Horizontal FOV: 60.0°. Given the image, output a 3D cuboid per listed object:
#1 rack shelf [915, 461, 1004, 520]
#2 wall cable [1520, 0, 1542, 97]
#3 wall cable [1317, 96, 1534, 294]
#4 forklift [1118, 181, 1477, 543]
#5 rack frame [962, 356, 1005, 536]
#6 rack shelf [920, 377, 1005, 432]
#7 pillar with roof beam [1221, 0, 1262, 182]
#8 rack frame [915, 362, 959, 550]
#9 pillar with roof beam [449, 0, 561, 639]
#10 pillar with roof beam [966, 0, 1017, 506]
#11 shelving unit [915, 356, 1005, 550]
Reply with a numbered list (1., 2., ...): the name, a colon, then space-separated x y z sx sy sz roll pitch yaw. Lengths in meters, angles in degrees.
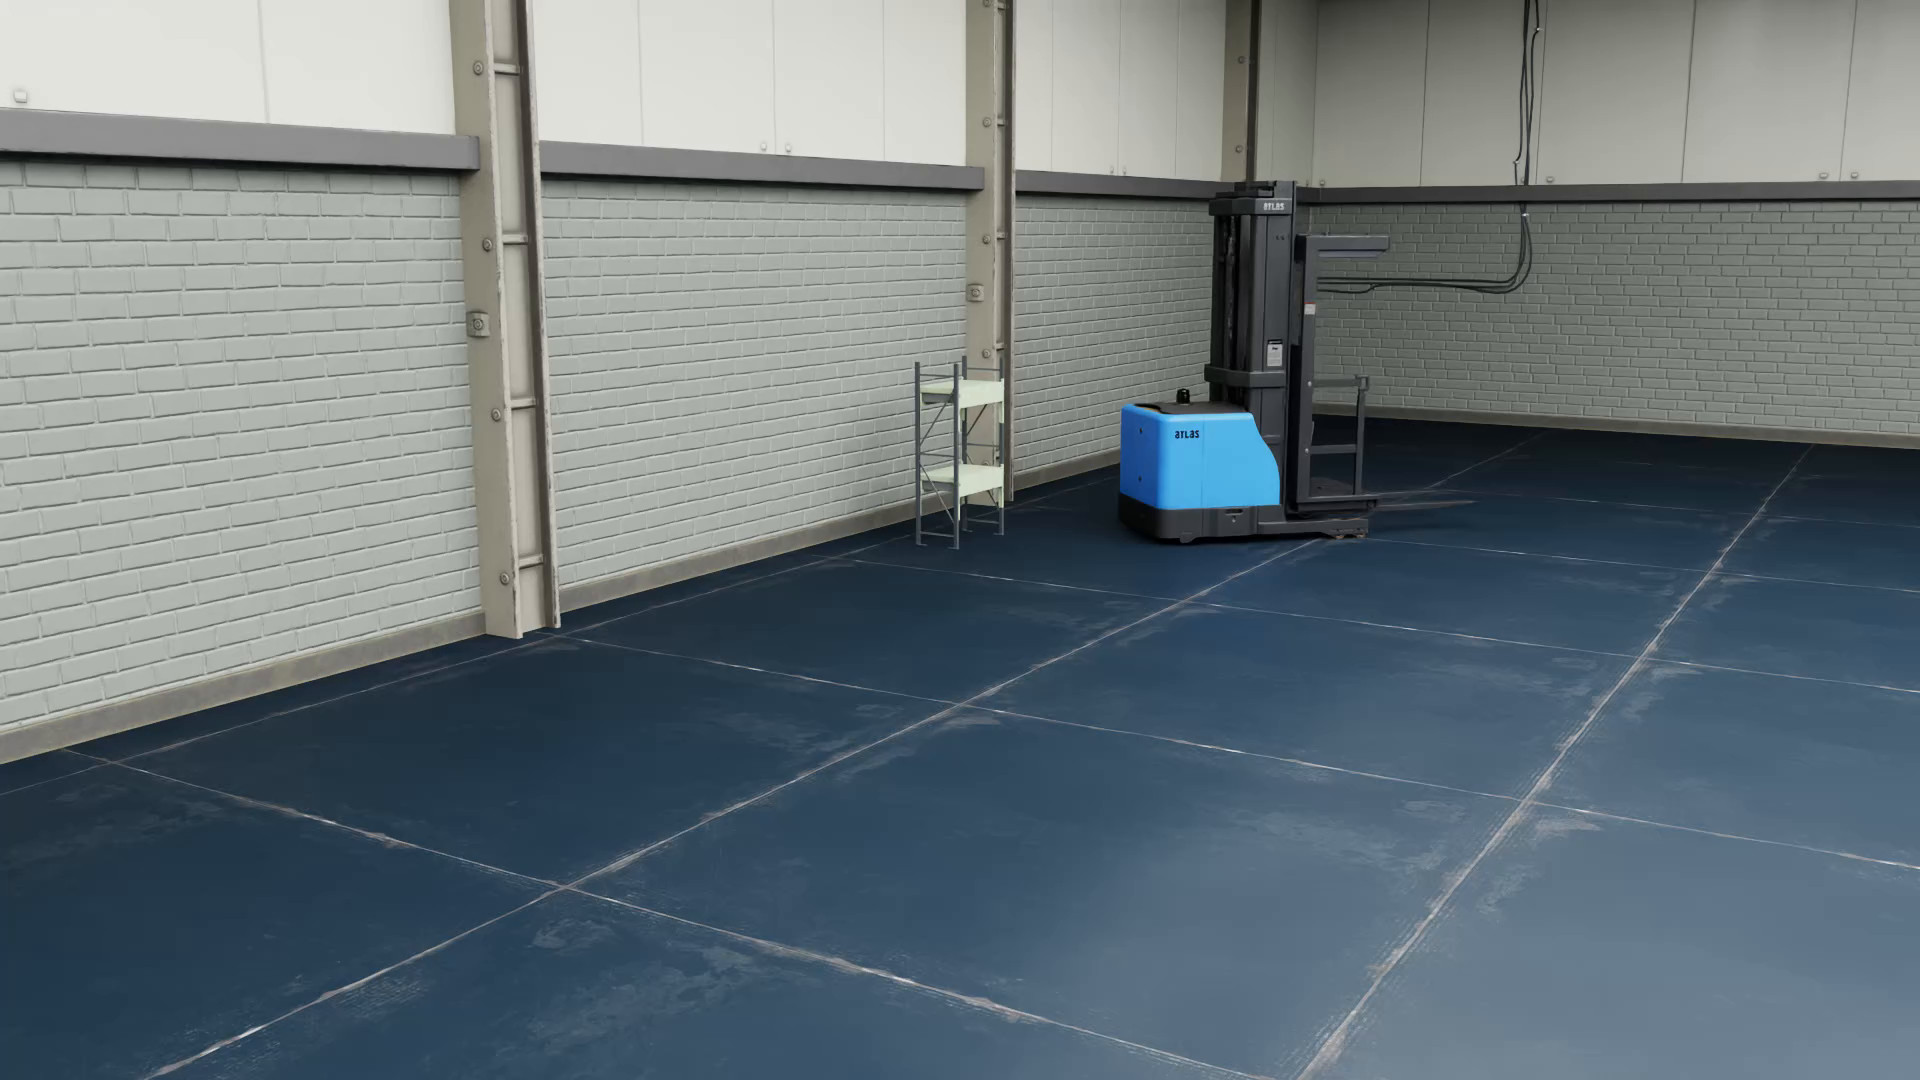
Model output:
1. rack shelf: 0.003 -0.418 13.796 0.431 0.370 0.720 6 12 31
2. wall cable: 8.367 -6.765 20.261 3.097 2.526 0.112 6 12 31
3. wall cable: 6.055 -4.541 22.106 3.097 2.526 0.112 6 12 31
4. forklift: 2.944 -1.541 14.135 3.031 2.935 1.130 -3 11 -15
5. rack frame: 0.193 -0.796 14.044 0.400 1.500 0.023 6 12 31
6. rack shelf: 0.003 -1.122 13.664 0.431 0.370 0.720 6 12 31
7. pillar with roof beam: 7.075 -5.319 17.823 9.100 9.000 0.400 6 12 31
8. rack frame: -0.187 -0.681 13.429 0.400 1.500 0.023 6 12 31
9. pillar with roof beam: 0.845 -3.431 7.743 9.100 9.000 0.400 6 12 31
10. pillar with roof beam: 3.960 -4.375 12.783 9.100 9.000 0.400 6 12 31
11. shelving unit: 0.003 -0.738 13.736 0.431 1.500 0.755 6 12 31
